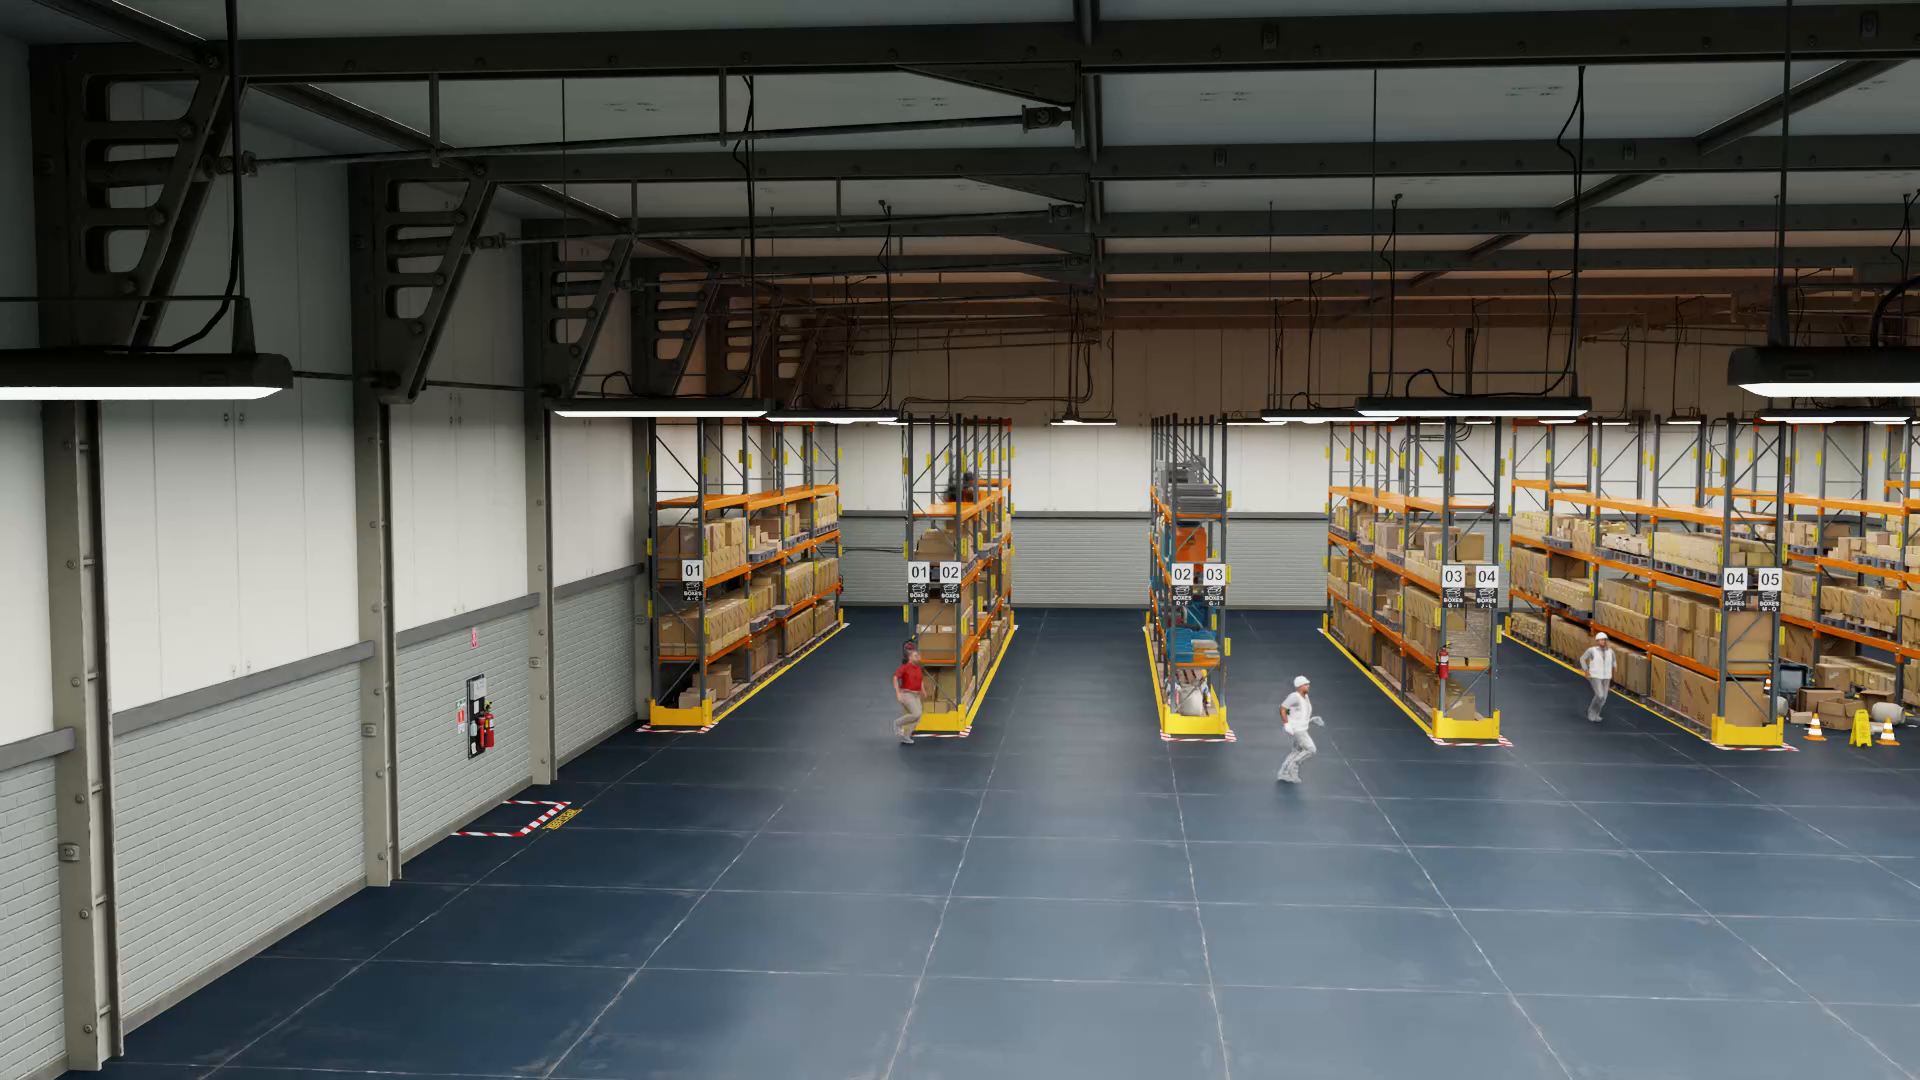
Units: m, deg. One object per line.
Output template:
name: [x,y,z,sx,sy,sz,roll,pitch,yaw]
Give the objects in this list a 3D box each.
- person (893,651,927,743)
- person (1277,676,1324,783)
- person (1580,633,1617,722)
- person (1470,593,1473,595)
person: [-0.861,2.858,30.335,0.548,1.645,0.724,3,5,36]
person: [5.467,3.047,26.755,0.738,1.722,0.609,2,4,27]
person: [12.465,2.672,32.311,0.661,1.752,0.656,-1,4,-8]
person: [14.017,1.883,46.343,0.605,1.499,0.534,4,5,42]
